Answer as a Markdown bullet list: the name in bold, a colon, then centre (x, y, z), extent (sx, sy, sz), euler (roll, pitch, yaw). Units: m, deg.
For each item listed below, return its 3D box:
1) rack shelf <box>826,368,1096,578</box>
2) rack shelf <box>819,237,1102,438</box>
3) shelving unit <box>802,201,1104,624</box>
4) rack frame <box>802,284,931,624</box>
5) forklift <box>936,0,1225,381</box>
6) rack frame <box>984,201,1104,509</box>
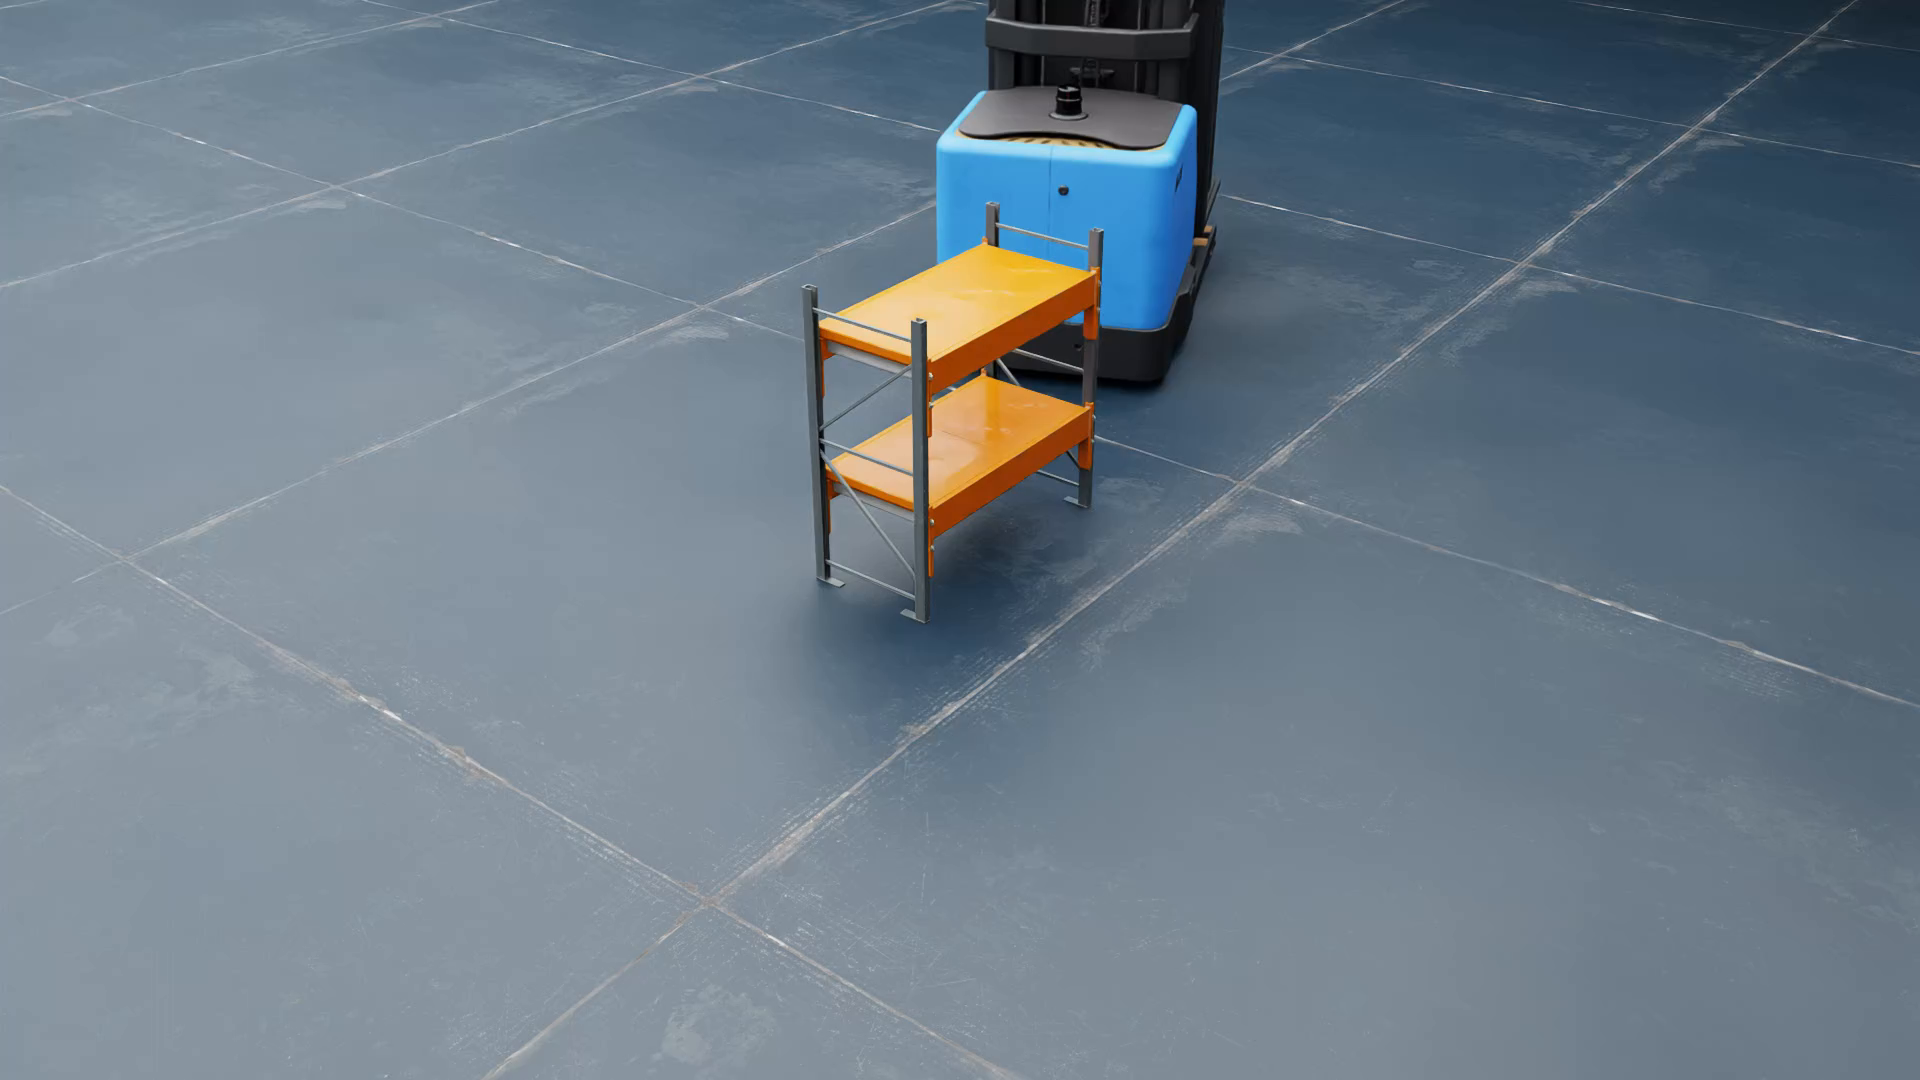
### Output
- **rack shelf**: centre (-0.004, -0.271, 6.083), extent (0.538, 0.278, 1.000), euler (21, 37, 31)
- **rack shelf**: centre (-0.004, -0.733, 5.809), extent (0.538, 0.278, 1.000), euler (21, 37, 31)
- **shelving unit**: centre (-0.004, -0.481, 5.959), extent (0.538, 1.125, 1.048), euler (21, 37, 31)
- **rack frame**: centre (-0.311, -0.275, 5.610), extent (0.500, 1.125, 0.032), euler (21, 37, 31)
- **forklift**: centre (0.734, -2.694, 7.921), extent (1.130, 2.935, 3.031), euler (7, 31, 12)
- **rack frame**: centre (0.303, -0.688, 6.307), extent (0.500, 1.125, 0.032), euler (21, 37, 31)
